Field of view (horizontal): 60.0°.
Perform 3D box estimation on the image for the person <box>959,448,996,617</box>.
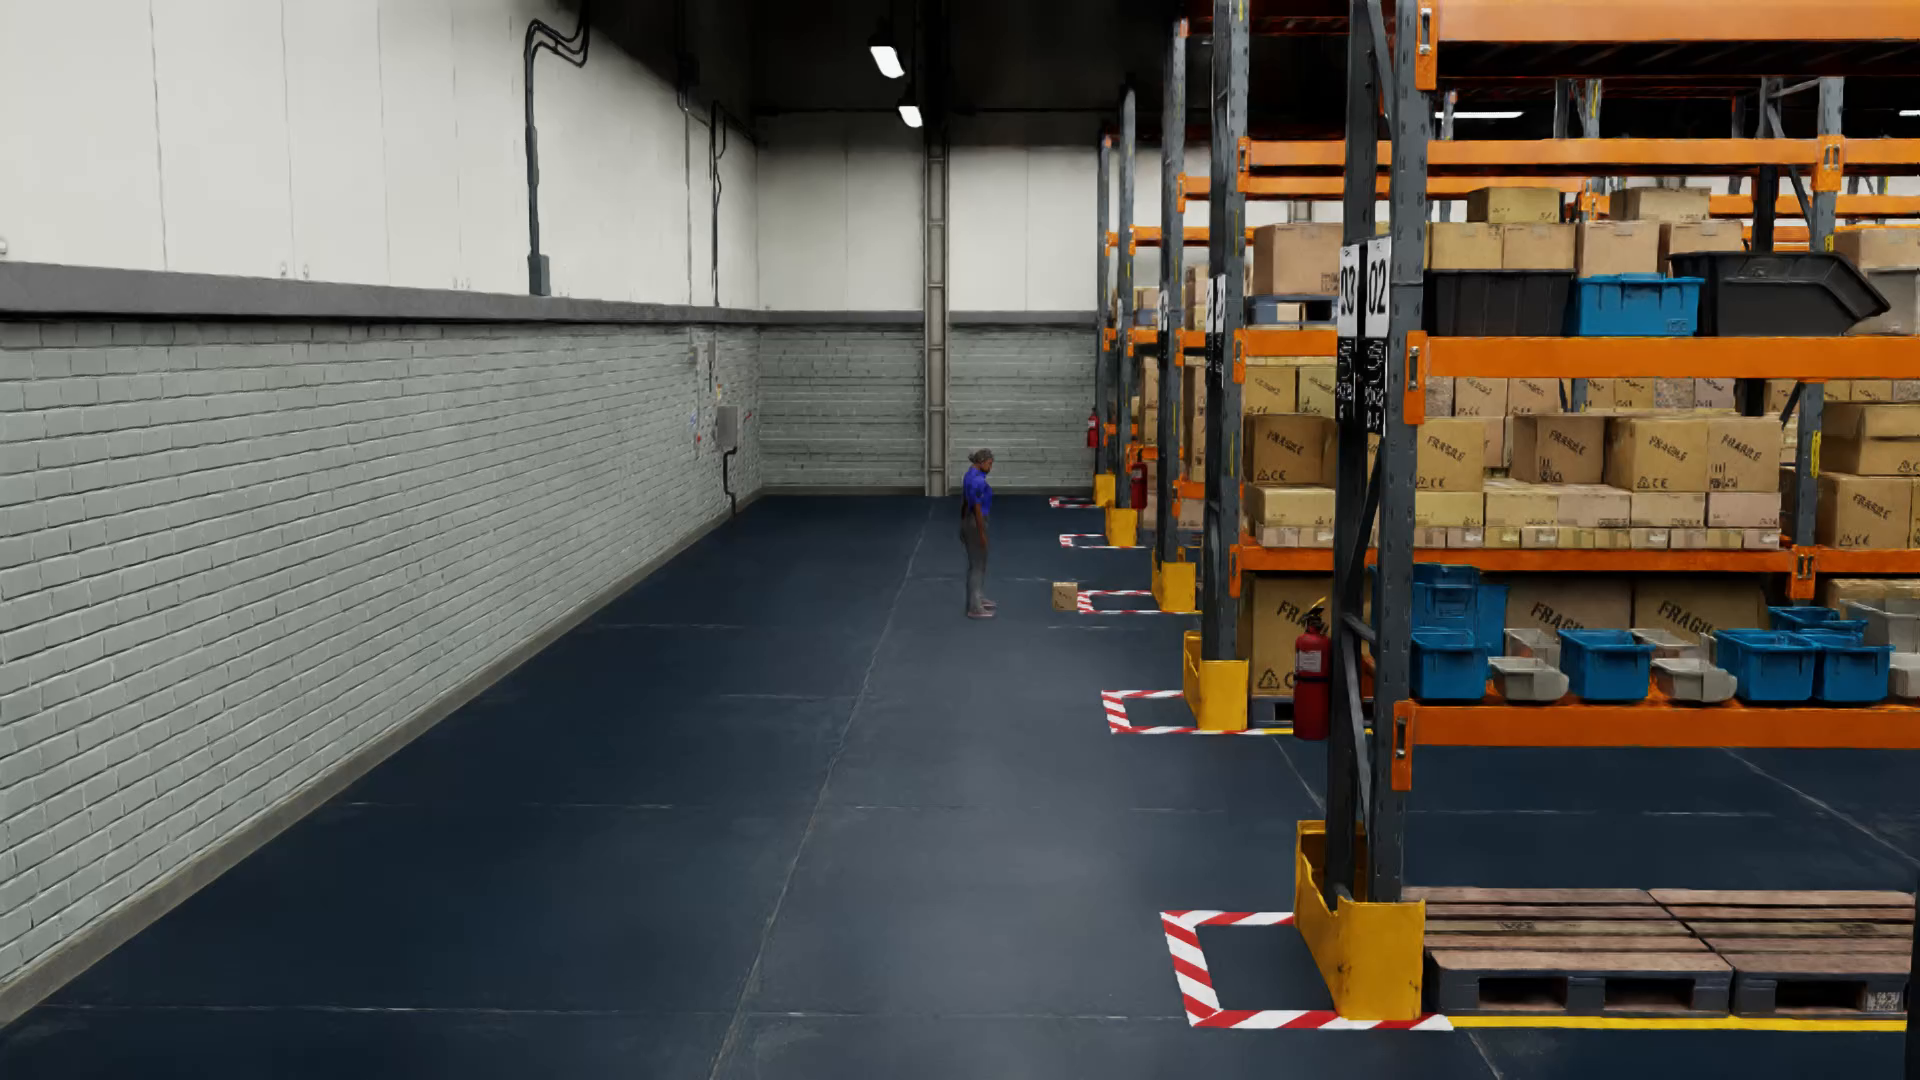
[{"bbox_3d":[0.212,-0.098,16.450,0.426,1.647,0.649,-2,8,-13],"label":"person"}]
